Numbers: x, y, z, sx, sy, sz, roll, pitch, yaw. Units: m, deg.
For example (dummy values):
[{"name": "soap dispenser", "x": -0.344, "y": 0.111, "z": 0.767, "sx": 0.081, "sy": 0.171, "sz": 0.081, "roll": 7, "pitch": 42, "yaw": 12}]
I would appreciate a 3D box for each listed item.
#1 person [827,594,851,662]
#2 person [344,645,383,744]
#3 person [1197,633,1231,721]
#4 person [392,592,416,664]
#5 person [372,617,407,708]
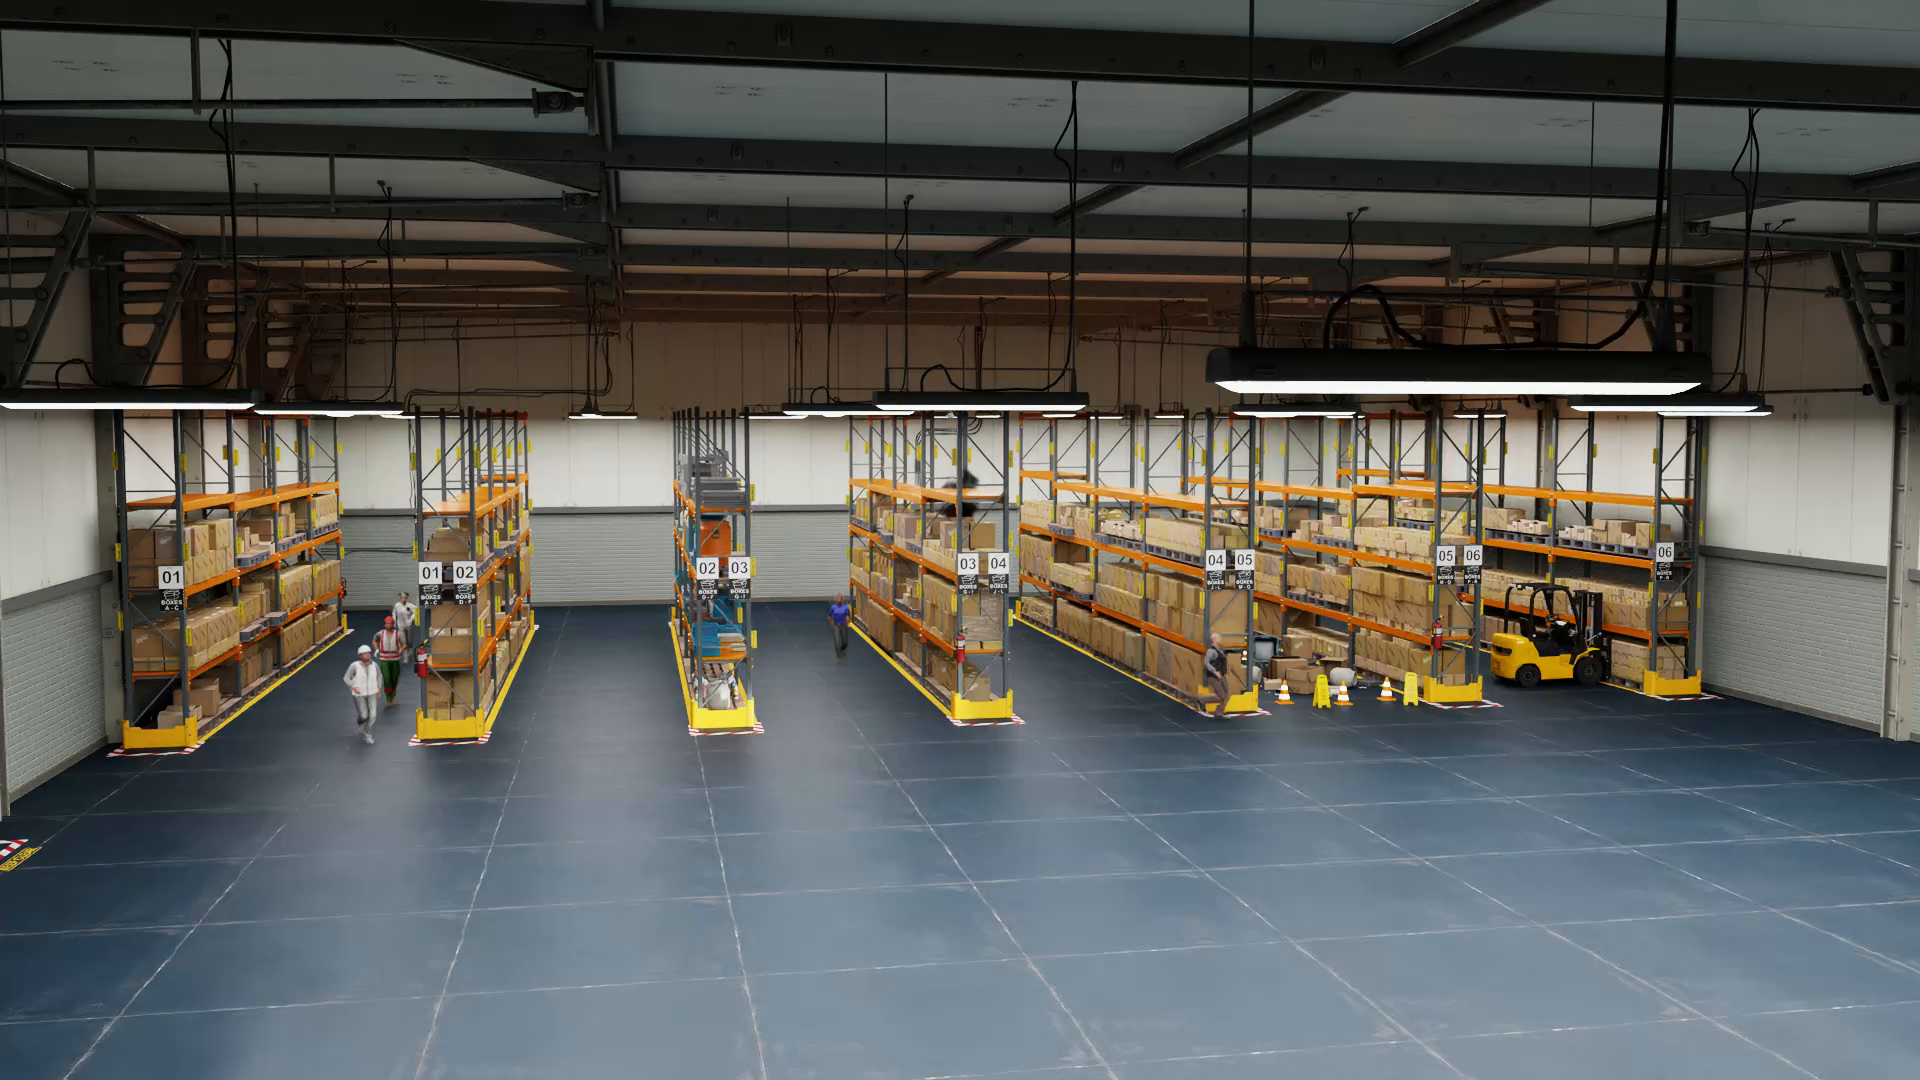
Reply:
[{"name": "person", "x": -2.883, "y": 2.101, "z": 39.728, "sx": 0.576, "sy": 1.594, "sz": 0.612, "roll": -1, "pitch": 4, "yaw": -9}, {"name": "person", "x": -10.659, "y": 2.754, "z": 29.766, "sx": 0.692, "sy": 1.750, "sz": 0.562, "roll": -3, "pitch": 5, "yaw": -35}, {"name": "person", "x": 4.885, "y": 2.623, "z": 31.907, "sx": 0.624, "sy": 1.681, "sz": 0.660, "roll": 2, "pitch": 5, "yaw": 30}, {"name": "person", "x": -13.245, "y": 2.067, "z": 39.731, "sx": 0.638, "sy": 1.688, "sz": 0.941, "roll": -1, "pitch": 4, "yaw": -9}, {"name": "person", "x": -11.527, "y": 2.438, "z": 33.627, "sx": 0.656, "sy": 1.790, "sz": 0.981, "roll": -1, "pitch": 4, "yaw": -19}]
